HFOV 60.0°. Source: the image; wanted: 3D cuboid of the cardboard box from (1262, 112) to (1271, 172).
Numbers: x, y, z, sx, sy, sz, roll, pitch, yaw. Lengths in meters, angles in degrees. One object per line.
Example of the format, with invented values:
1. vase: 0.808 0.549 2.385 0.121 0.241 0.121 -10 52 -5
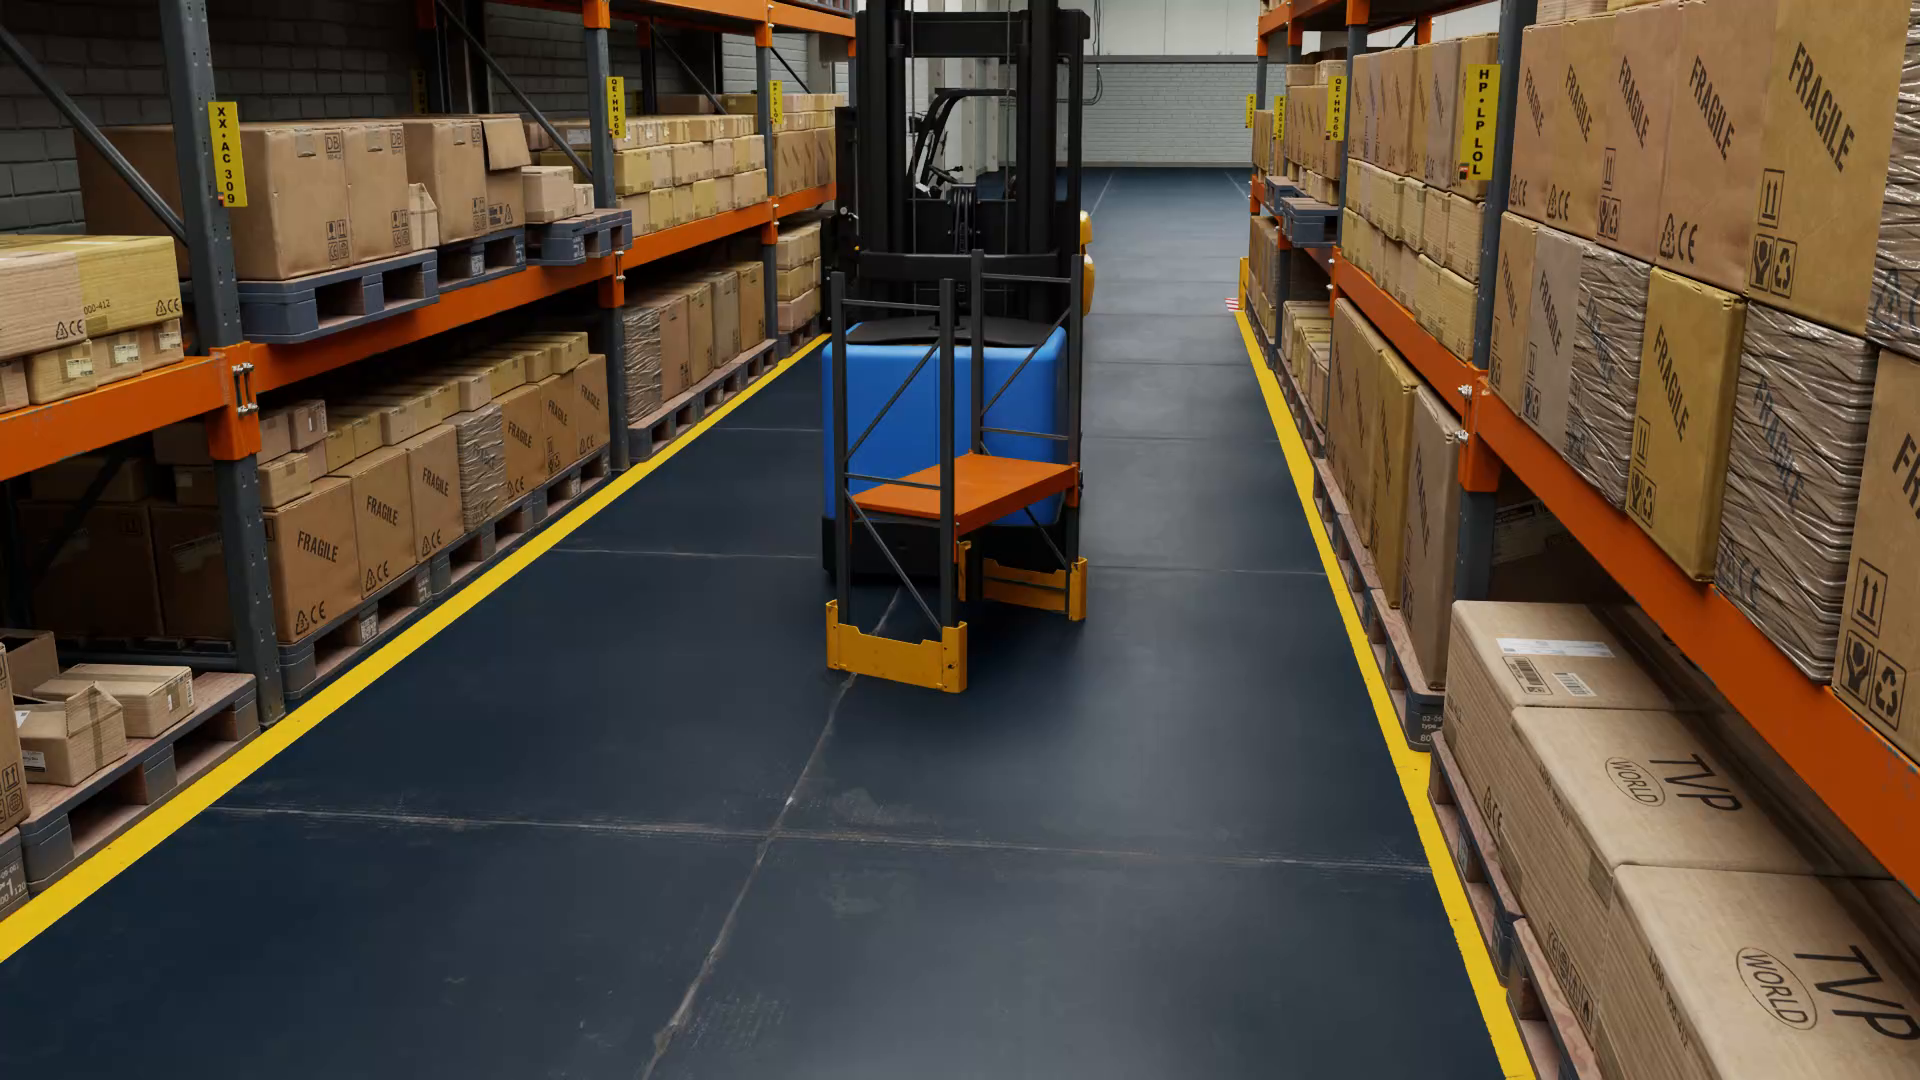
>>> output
1. cardboard box: 2.919 -3.470 14.486 0.500 0.500 0.500 1 15 5

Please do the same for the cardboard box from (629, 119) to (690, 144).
1. cardboard box: -1.962 -2.632 10.716 0.380 0.149 0.250 2 15 7

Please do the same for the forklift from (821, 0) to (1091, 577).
1. forklift: 0.074 -1.578 8.383 1.130 2.935 3.031 2 15 7

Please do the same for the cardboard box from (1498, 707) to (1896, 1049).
1. cardboard box: 1.777 0.747 3.757 0.875 0.438 0.875 1 15 5

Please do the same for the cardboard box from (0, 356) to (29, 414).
1. cardboard box: -2.732 -0.409 4.411 0.380 0.149 0.250 2 15 8

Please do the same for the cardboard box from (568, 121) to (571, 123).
1. cardboard box: -2.624 -2.516 10.285 0.380 0.149 0.250 1 15 5

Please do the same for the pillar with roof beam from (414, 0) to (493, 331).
1. pillar with roof beam: 1.103 -4.996 9.398 9.100 9.000 0.400 2 15 6

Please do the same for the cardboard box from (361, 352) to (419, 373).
1. cardboard box: -2.923 -0.842 8.272 0.380 0.149 0.250 1 15 4

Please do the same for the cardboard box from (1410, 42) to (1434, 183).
1. cardboard box: 1.984 -1.599 6.221 0.500 0.500 0.500 2 15 8

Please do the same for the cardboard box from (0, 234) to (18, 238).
1. cardboard box: -3.202 -0.775 4.999 0.500 0.250 0.500 2 15 6

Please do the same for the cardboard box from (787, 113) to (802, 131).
1. cardboard box: -1.546 -3.533 14.047 0.380 0.149 0.250 2 15 7

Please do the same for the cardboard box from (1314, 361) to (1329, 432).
1. cardboard box: 2.580 -0.797 9.593 0.950 0.372 0.625 1 15 2

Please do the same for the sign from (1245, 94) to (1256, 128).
1. sign: 2.870 -4.225 16.383 0.100 0.325 0.005 2 15 6

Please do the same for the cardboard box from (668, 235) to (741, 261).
1. cardboard box: -2.111 -2.391 13.804 0.500 0.250 0.500 2 15 7

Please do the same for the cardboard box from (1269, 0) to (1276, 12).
1. cardboard box: 2.907 -4.706 14.556 0.380 0.149 0.250 2 15 7

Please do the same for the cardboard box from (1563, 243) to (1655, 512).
1. cardboard box: 1.619 -0.354 3.534 0.500 0.500 0.500 2 15 7

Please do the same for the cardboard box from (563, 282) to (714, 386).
1. cardboard box: -2.200 -1.424 11.426 0.875 0.625 0.625 1 15 4

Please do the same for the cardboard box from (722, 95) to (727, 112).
1. cardboard box: -1.722 -3.549 13.537 0.380 0.149 0.250 2 15 7

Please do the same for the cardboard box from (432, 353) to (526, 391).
1. cardboard box: -2.379 -0.830 8.225 0.380 0.149 0.250 2 15 8

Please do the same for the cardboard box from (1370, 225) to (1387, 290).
1. cardboard box: 2.096 -1.255 7.344 0.500 0.250 0.500 2 15 8

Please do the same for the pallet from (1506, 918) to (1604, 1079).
1. pallet: 1.756 1.179 3.397 1.003 0.211 1.213 2 15 6

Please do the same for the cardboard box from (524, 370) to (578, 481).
1. cardboard box: -2.327 -0.612 8.664 0.500 0.500 0.500 1 15 5

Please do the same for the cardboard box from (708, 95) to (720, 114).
1. cardboard box: -2.169 -3.560 13.576 0.380 0.149 0.250 1 15 5

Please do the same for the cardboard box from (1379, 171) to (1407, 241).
1. cardboard box: 2.006 -1.367 6.802 0.500 0.250 0.500 2 15 7

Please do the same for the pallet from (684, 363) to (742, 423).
1. pallet: -2.154 -1.044 11.617 1.003 0.211 1.213 2 15 6

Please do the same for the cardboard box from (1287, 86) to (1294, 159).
1. cardboard box: 2.564 -2.906 11.595 0.500 0.500 0.500 2 15 6

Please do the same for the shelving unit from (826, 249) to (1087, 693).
1. shelving unit: 0.009 -0.321 6.476 0.587 1.500 1.083 9 17 29

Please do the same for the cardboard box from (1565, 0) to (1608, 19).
1. cardboard box: 1.749 -1.382 4.177 0.380 0.149 0.250 2 15 7

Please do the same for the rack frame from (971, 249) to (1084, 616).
1. rack frame: 0.270 -0.438 6.908 0.500 1.500 0.032 9 17 29

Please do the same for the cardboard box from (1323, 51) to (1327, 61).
1. cardboard box: 3.386 -3.798 13.783 0.700 0.500 0.500 1 15 5

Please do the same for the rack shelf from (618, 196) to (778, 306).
1. rack shelf: -2.200 -2.033 11.313 1.077 0.370 4.000 2 15 6

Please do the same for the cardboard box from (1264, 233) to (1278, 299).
1. cardboard box: 2.813 -2.285 13.891 0.500 0.500 0.500 2 15 7

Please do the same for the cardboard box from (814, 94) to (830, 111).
1. cardboard box: -1.399 -4.009 15.236 0.380 0.149 0.250 2 15 7

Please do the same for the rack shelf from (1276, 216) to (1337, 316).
1. rack shelf: 2.732 -1.888 10.776 1.077 0.370 4.000 2 15 6

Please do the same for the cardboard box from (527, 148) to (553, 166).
1. cardboard box: -2.652 -2.155 9.716 0.500 0.250 0.500 2 15 8

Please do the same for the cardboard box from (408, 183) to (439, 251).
1. cardboard box: -2.339 -1.311 6.718 0.396 0.266 0.258 2 15 9

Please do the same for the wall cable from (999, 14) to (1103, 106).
1. wall cable: 2.534 -13.686 47.483 3.097 2.526 0.112 2 15 6

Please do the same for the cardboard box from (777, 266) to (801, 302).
1. cardboard box: -1.613 -2.132 13.807 0.500 0.250 0.500 2 15 6

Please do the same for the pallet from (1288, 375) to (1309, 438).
1. pallet: 2.736 -0.889 11.044 1.003 0.211 1.213 2 15 6

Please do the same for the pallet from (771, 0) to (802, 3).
1. pallet: -1.904 -4.526 13.579 1.003 0.211 1.213 2 15 6

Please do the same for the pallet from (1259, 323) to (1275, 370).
1. pallet: 2.998 -1.583 13.612 1.003 0.211 1.213 2 15 6

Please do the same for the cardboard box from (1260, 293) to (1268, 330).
1. cardboard box: 2.807 -1.929 14.013 0.500 0.250 0.500 1 15 5

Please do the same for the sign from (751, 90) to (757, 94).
1. sign: -2.074 -4.411 16.917 0.100 0.325 0.005 2 15 6

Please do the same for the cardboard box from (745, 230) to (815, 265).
1. cardboard box: -1.541 -2.506 14.230 0.500 0.250 0.500 2 15 6

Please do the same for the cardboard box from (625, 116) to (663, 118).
1. cardboard box: -2.347 -2.976 11.988 0.380 0.149 0.250 2 15 6

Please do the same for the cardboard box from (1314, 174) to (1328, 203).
1. cardboard box: 2.252 -2.028 9.593 0.380 0.149 0.250 2 15 6

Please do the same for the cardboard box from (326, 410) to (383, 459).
1. cardboard box: -2.583 -0.431 6.752 0.380 0.149 0.250 1 15 5

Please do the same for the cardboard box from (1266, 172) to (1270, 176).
1. cardboard box: 2.854 -3.122 14.442 0.380 0.149 0.250 2 15 7

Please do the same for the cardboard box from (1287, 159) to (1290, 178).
1. cardboard box: 2.581 -2.701 12.083 0.380 0.149 0.250 2 15 7

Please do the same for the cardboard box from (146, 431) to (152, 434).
1. cardboard box: -3.079 -0.369 6.522 0.380 0.149 0.250 2 15 7

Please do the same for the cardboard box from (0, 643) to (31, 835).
1. cardboard box: -2.913 0.571 4.287 0.700 0.500 0.500 1 15 4

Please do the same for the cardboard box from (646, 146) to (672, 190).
1. cardboard box: -2.076 -2.268 10.134 0.500 0.250 0.500 2 15 8

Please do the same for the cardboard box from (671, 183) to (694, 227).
1. cardboard box: -2.020 -2.161 10.696 0.500 0.250 0.500 1 15 4

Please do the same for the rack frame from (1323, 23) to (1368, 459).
1. rack frame: 2.506 -1.717 8.764 1.000 3.000 0.127 2 15 6

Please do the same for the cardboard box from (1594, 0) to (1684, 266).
1. cardboard box: 1.628 -0.830 3.379 0.500 0.500 0.500 2 15 7

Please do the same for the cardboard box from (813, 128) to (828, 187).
1. cardboard box: -1.489 -3.452 14.989 0.500 0.500 0.500 2 15 7

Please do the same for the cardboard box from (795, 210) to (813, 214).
1. cardboard box: -1.766 -3.176 16.707 0.500 0.250 0.500 1 15 5
